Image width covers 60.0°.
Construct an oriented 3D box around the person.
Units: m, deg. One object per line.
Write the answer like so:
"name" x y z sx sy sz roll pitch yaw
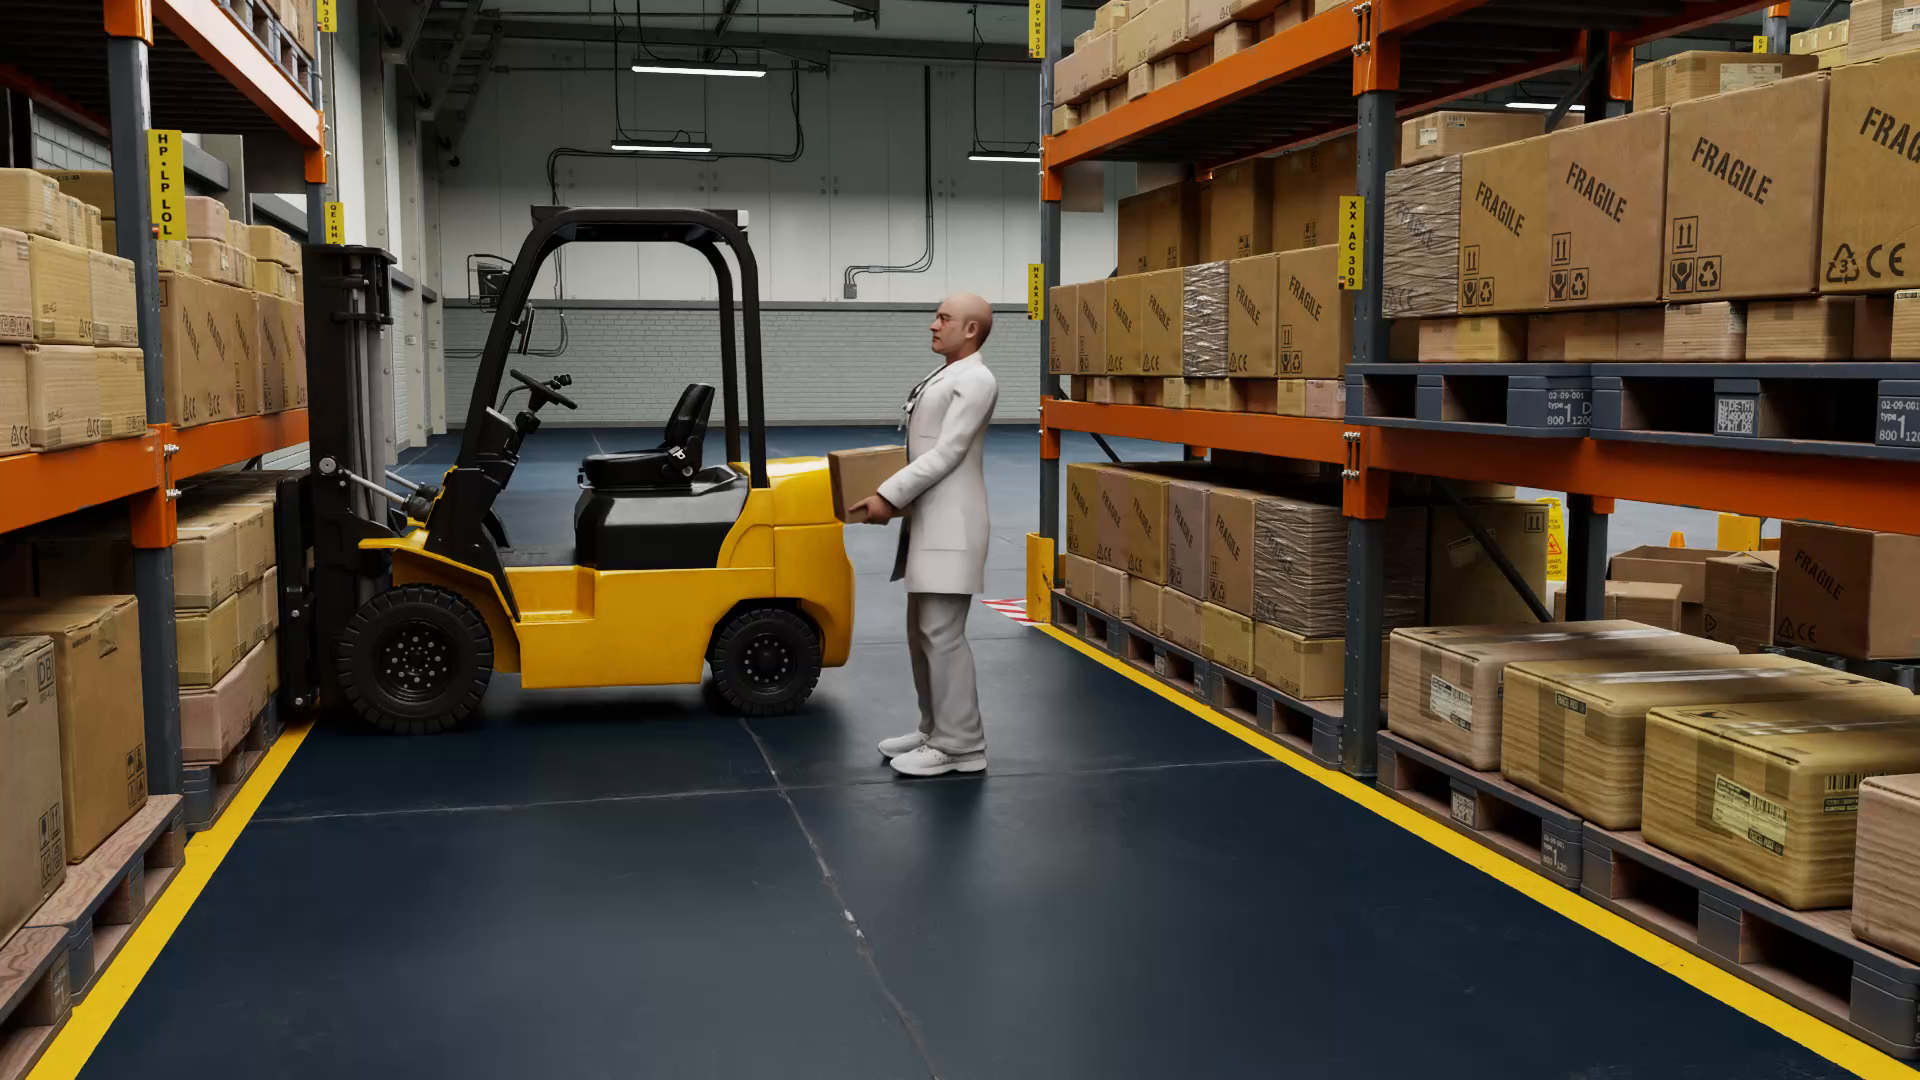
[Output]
"person" -0.156 -0.028 6.178 0.563 1.769 0.529 -1 6 -14
